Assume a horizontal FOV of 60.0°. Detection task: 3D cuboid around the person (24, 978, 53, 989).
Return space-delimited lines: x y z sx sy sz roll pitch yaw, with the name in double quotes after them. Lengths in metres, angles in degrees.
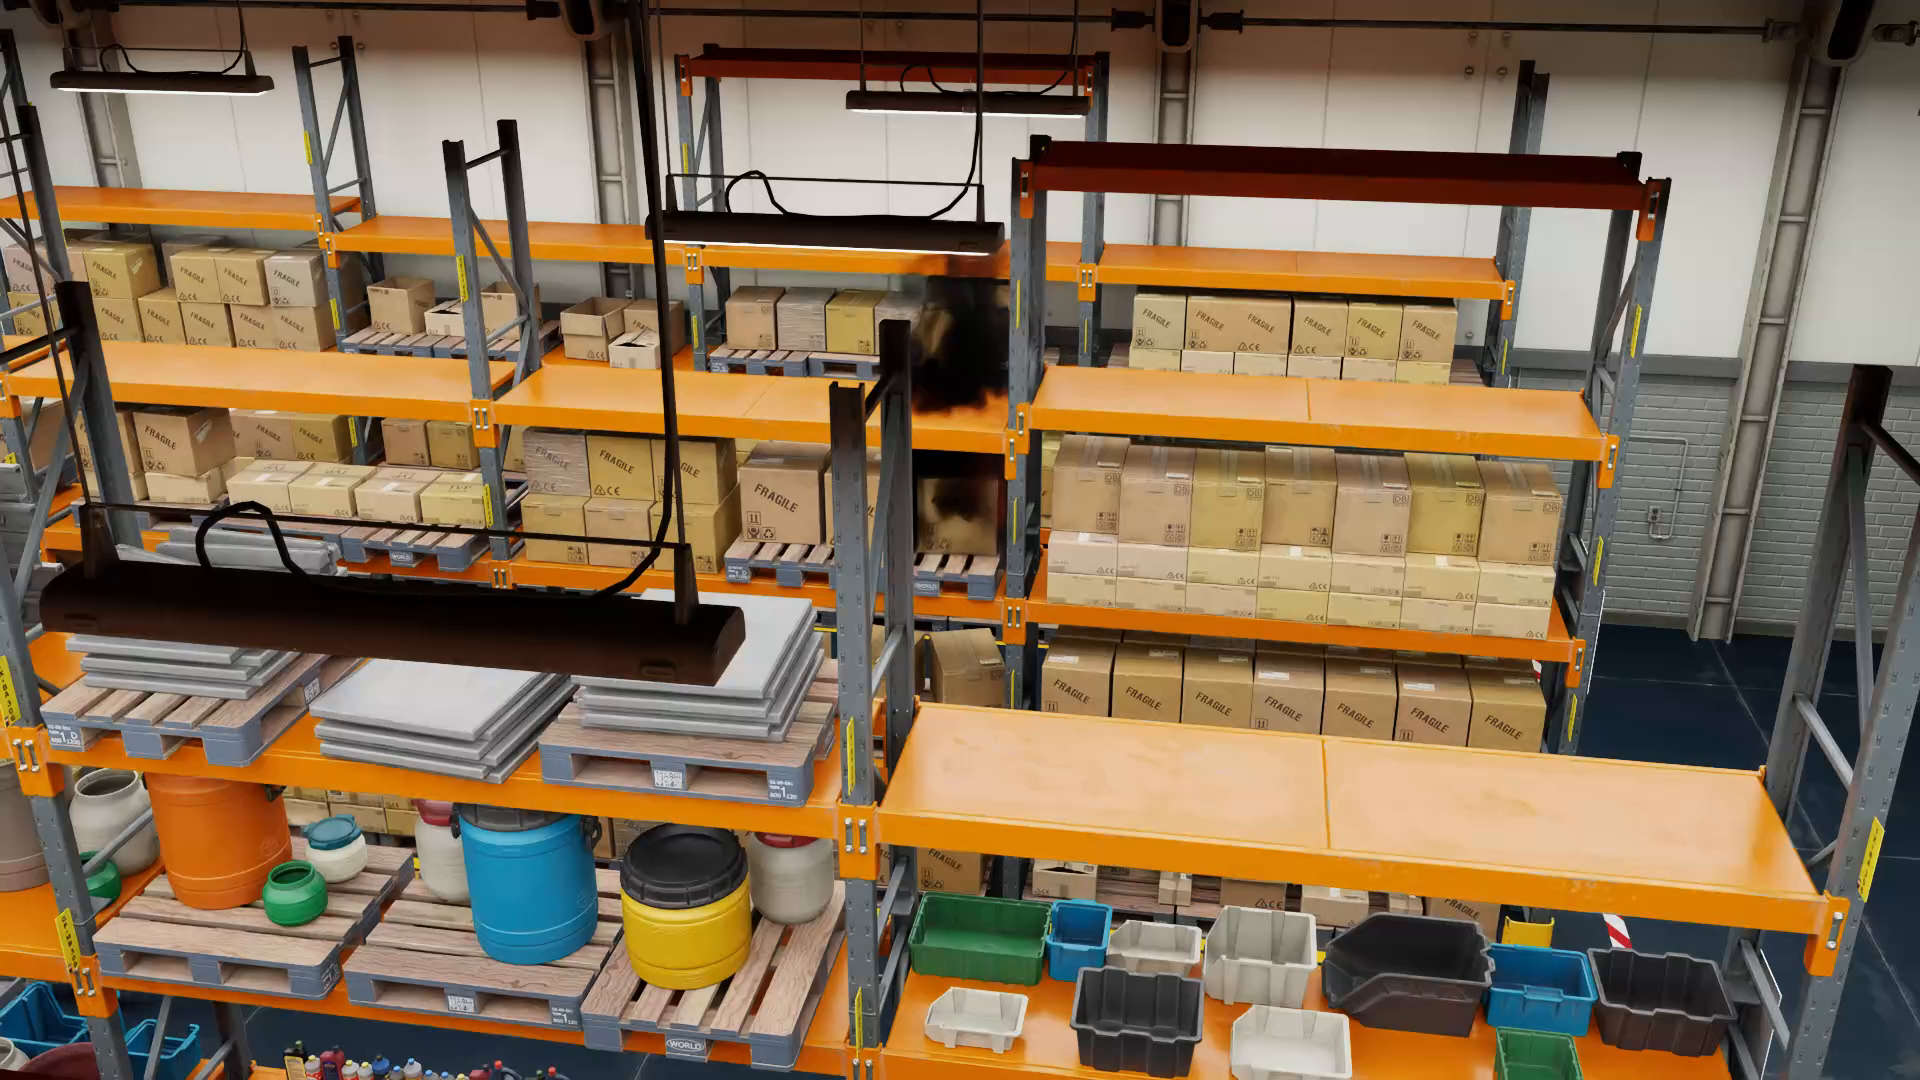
-6.572 2.618 11.990 0.975 1.745 0.662 -1 23 -3 "person"
